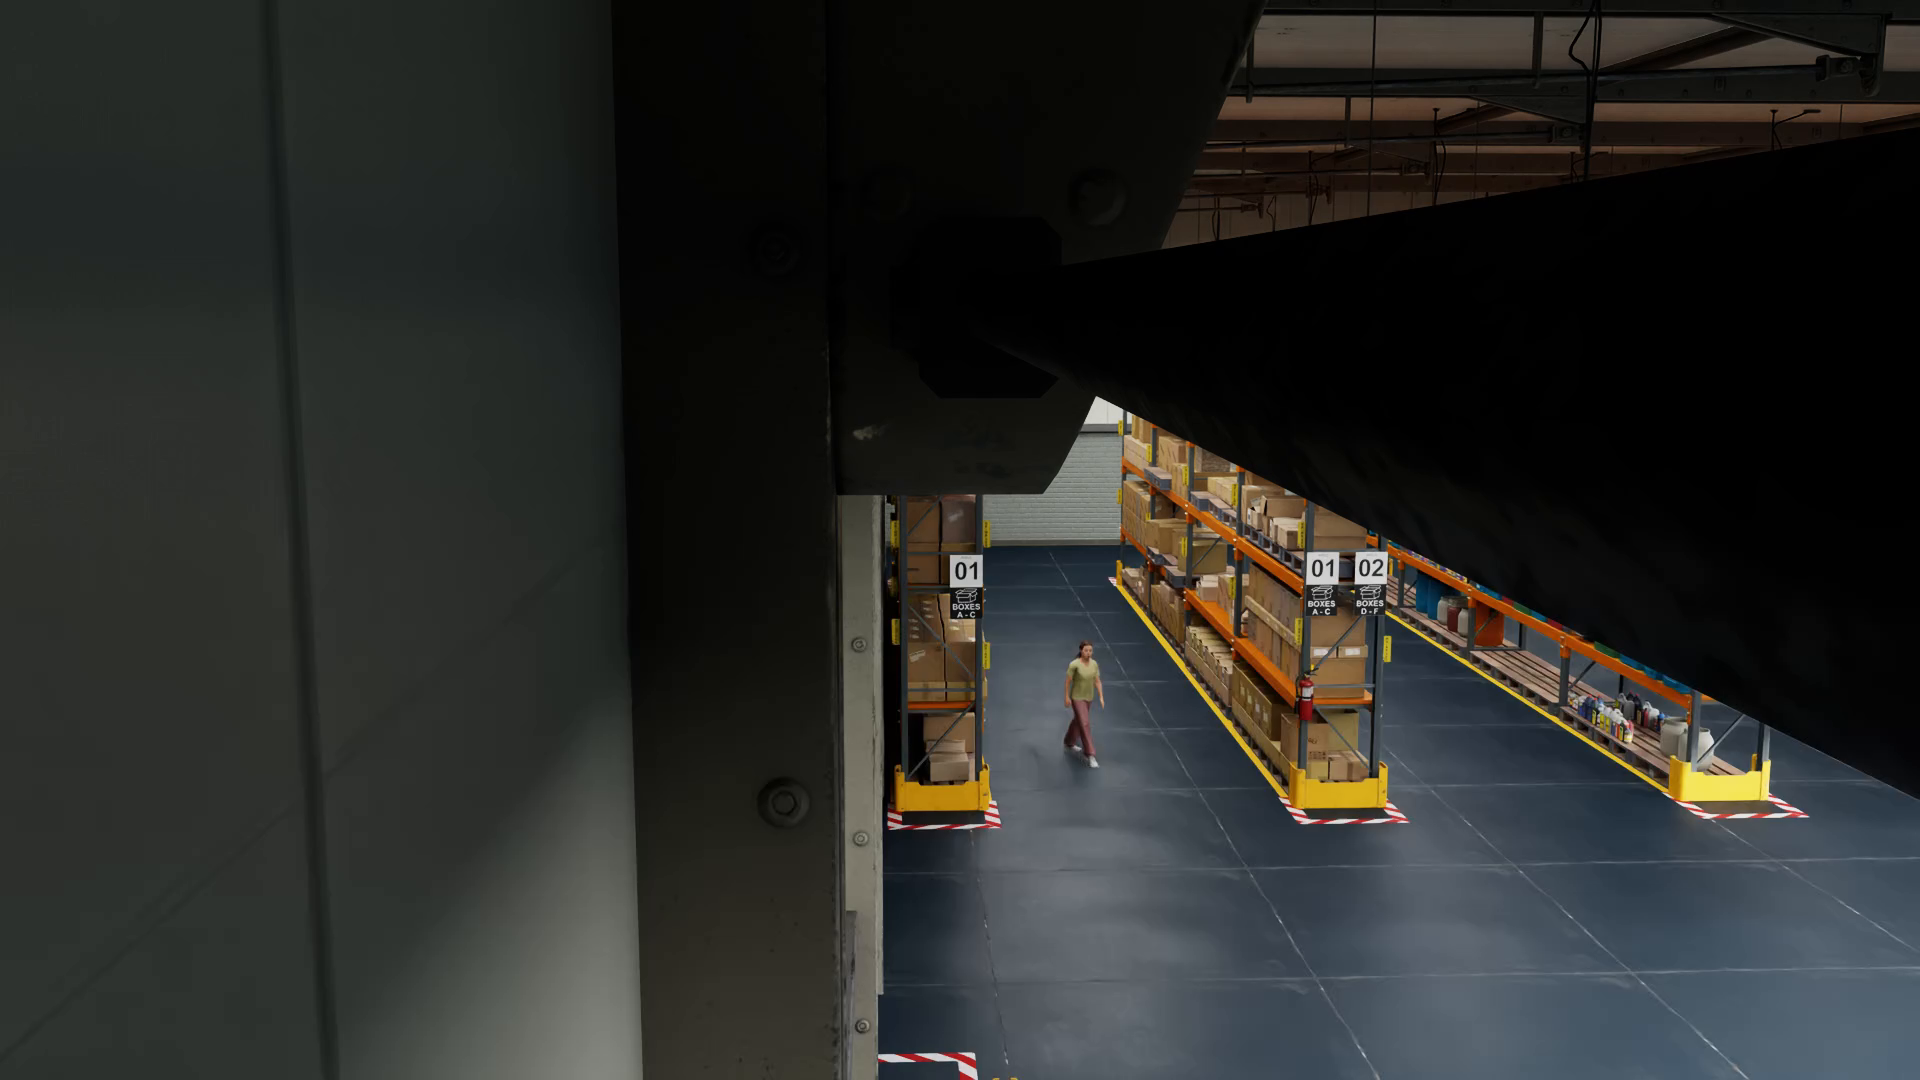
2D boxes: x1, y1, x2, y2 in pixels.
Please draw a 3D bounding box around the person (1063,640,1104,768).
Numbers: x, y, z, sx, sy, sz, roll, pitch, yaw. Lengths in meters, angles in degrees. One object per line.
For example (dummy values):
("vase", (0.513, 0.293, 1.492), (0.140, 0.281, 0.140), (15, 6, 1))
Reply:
("person", (1.704, 2.186, 22.697), (0.468, 1.659, 0.932), (-6, 10, -34))
